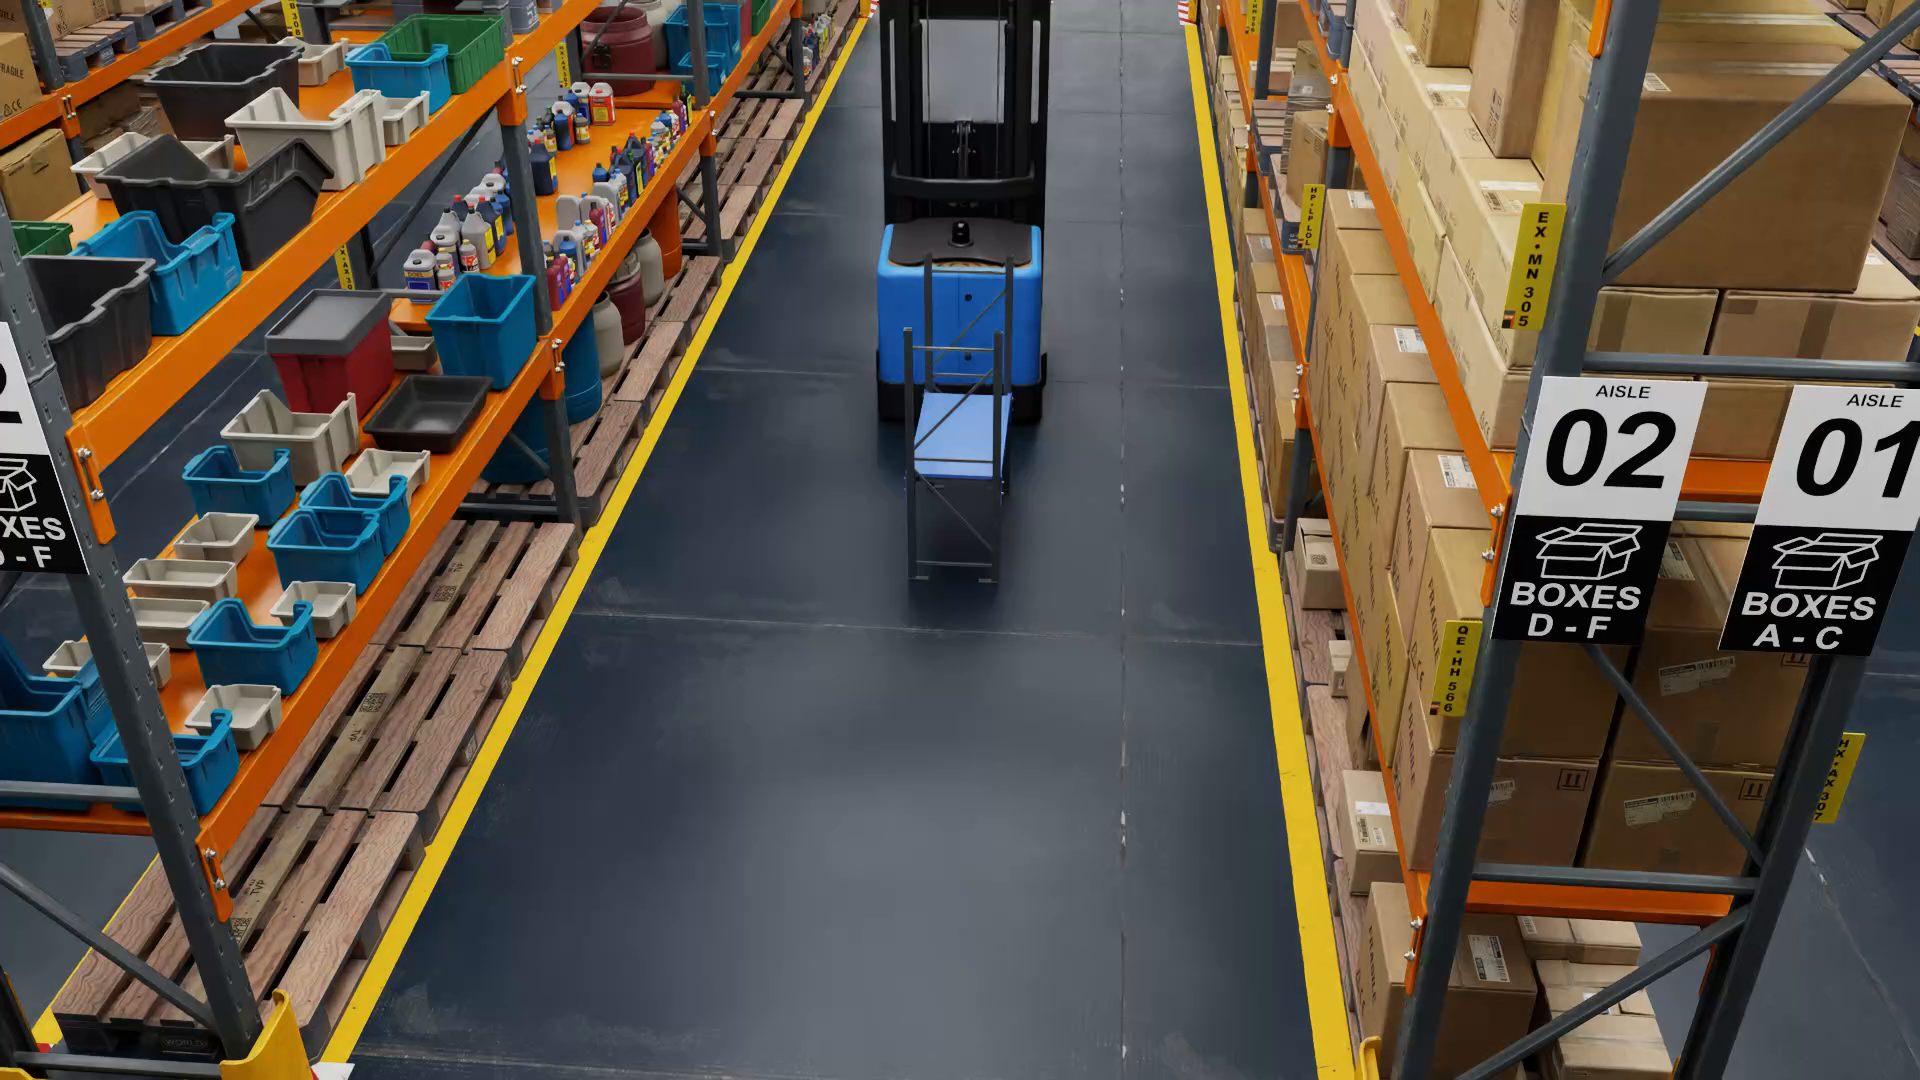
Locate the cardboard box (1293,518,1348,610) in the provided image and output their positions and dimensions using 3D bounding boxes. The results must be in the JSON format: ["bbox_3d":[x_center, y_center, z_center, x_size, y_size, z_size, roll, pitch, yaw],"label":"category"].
[{"bbox_3d":[2.021,0.102,8.650,0.500,0.311,0.500,2,32,4],"label":"cardboard box"}]

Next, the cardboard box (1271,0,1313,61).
[{"bbox_3d":[2.717,-4.078,13.194,0.500,0.500,0.500,1,32,1],"label":"cardboard box"}]

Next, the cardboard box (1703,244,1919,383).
[{"bbox_3d":[2.246,-0.658,4.546,0.500,0.250,0.500,2,32,4],"label":"cardboard box"}]

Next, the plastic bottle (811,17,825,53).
[{"bbox_3d":[-1.485,-5.248,17.292,0.144,0.351,0.185,2,32,4],"label":"plastic bottle"}]

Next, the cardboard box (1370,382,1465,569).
[{"bbox_3d":[1.785,-0.223,5.984,0.500,0.500,0.500,3,32,5],"label":"cardboard box"}]

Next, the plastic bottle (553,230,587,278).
[{"bbox_3d":[-2.219,-1.644,9.457,0.152,0.276,0.135,2,32,4],"label":"plastic bottle"}]

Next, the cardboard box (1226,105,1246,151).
[{"bbox_3d":[2.516,-3.487,14.015,0.500,0.311,0.500,3,32,5],"label":"cardboard box"}]

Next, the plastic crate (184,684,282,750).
[{"bbox_3d":[-2.535,0.620,5.860,0.250,0.136,0.298,2,32,4],"label":"plastic crate"}]

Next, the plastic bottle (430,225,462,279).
[{"bbox_3d":[-2.926,-1.638,9.447,0.152,0.276,0.135,2,32,4],"label":"plastic bottle"}]

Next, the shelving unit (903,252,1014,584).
[{"bbox_3d":[0.007,-0.683,9.209,0.538,1.500,1.048,2,32,4],"label":"shelving unit"}]

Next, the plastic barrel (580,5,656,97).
[{"bbox_3d":[-2.605,-3.685,12.520,0.600,0.536,0.708,2,32,4],"label":"plastic barrel"}]

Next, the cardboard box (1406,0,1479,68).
[{"bbox_3d":[2.052,-2.038,6.071,0.700,0.500,0.500,2,32,4],"label":"cardboard box"}]

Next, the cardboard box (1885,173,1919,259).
[{"bbox_3d":[7.540,-2.450,12.610,0.700,0.500,0.500,3,32,5],"label":"cardboard box"}]

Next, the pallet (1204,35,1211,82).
[{"bbox_3d":[3.125,-5.116,17.630,1.003,0.211,1.213,2,32,4],"label":"pallet"}]

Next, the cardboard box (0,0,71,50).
[{"bbox_3d":[-7.273,-4.088,12.809,0.500,0.500,0.500,-1,32,-2],"label":"cardboard box"}]

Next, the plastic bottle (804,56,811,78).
[{"bbox_3d":[-1.535,-4.713,16.567,0.097,0.201,0.097,0,32,0],"label":"plastic bottle"}]

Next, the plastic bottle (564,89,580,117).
[{"bbox_3d":[-2.734,-3.044,11.734,0.097,0.271,0.097,0,32,0],"label":"plastic bottle"}]

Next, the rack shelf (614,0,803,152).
[{"bbox_3d":[-2.178,-4.111,14.027,1.077,0.370,4.000,2,32,4],"label":"rack shelf"}]

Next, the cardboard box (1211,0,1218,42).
[{"bbox_3d":[2.831,-5.351,16.860,0.500,0.500,0.500,2,32,4],"label":"cardboard box"}]

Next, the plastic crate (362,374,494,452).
[{"bbox_3d":[-2.489,-0.591,7.836,0.437,0.125,0.590,2,32,4],"label":"plastic crate"}]

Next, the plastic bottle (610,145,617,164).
[{"bbox_3d":[-2.200,-2.404,10.683,0.061,0.283,0.133,2,32,4],"label":"plastic bottle"}]

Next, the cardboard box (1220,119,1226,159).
[{"bbox_3d":[2.560,-3.519,14.602,0.500,0.250,0.500,2,32,2],"label":"cardboard box"}]

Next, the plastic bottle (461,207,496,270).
[{"bbox_3d":[-2.774,-1.747,9.553,0.144,0.351,0.185,2,32,4],"label":"plastic bottle"}]

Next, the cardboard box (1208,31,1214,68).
[{"bbox_3d":[2.818,-5.032,17.058,0.500,0.250,0.500,2,32,4],"label":"cardboard box"}]

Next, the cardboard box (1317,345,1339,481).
[{"bbox_3d":[1.919,-0.586,7.527,0.500,0.500,0.500,3,32,5],"label":"cardboard box"}]

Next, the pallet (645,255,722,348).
[{"bbox_3d":[-2.363,-1.770,12.201,1.003,0.211,1.213,2,32,4],"label":"pallet"}]

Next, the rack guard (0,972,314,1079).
[{"bbox_3d":[-2.981,1.889,5.988,1.175,0.500,0.348,2,32,4],"label":"rack guard"}]

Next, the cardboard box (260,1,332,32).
[{"bbox_3d":[-6.840,-5.296,17.248,0.500,0.500,0.500,13,34,19],"label":"cardboard box"}]

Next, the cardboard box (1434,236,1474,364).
[{"bbox_3d":[1.776,-0.728,5.137,0.500,0.250,0.500,2,32,4],"label":"cardboard box"}]

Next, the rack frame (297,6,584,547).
[{"bbox_3d":[-2.666,-1.280,8.747,1.000,3.000,0.127,2,32,4],"label":"rack frame"}]

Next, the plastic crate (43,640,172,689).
[{"bbox_3d":[-3.106,0.465,6.111,0.396,0.136,0.243,2,32,4],"label":"plastic crate"}]

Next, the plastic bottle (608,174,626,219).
[{"bbox_3d":[-2.118,-2.115,10.227,0.097,0.271,0.097,0,32,0],"label":"plastic bottle"}]

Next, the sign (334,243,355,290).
[{"bbox_3d":[-3.214,-1.422,8.715,0.100,0.325,0.005,2,32,4],"label":"sign"}]

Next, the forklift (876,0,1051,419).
[{"bbox_3d":[0.039,-2.762,11.218,1.130,2.935,3.031,1,32,1],"label":"forklift"}]

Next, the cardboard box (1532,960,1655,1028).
[{"bbox_3d":[2.342,1.709,6.178,0.380,0.166,0.250,2,32,4],"label":"cardboard box"}]

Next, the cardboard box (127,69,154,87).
[{"bbox_3d":[-7.125,-3.936,15.021,0.700,0.500,0.500,0,32,0],"label":"cardboard box"}]

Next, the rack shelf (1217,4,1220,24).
[{"bbox_3d":[3.085,-5.989,17.075,1.077,0.370,4.000,2,32,4],"label":"rack shelf"}]

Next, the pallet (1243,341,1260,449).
[{"bbox_3d":[2.396,-0.945,10.863,1.003,0.211,1.213,2,32,4],"label":"pallet"}]

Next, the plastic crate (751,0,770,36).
[{"bbox_3d":[-1.875,-4.450,14.094,0.450,0.188,0.662,2,32,4],"label":"plastic crate"}]

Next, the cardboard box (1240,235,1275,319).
[{"bbox_3d":[2.237,-1.781,11.524,0.500,0.500,0.500,1,32,2],"label":"cardboard box"}]

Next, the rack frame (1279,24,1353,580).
[{"bbox_3d":[2.271,-1.066,8.401,1.000,3.000,0.127,2,32,4],"label":"rack frame"}]

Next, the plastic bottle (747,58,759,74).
[{"bbox_3d":[-2.106,-4.865,16.671,0.144,0.351,0.185,2,32,4],"label":"plastic bottle"}]

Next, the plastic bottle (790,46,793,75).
[{"bbox_3d":[-1.659,-4.816,16.656,0.061,0.283,0.133,2,32,4],"label":"plastic bottle"}]

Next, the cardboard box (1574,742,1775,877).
[{"bbox_3d":[2.244,0.762,5.339,0.500,0.500,0.500,3,32,5],"label":"cardboard box"}]

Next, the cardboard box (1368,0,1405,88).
[{"bbox_3d":[1.945,-1.987,6.702,0.500,0.250,0.500,2,32,4],"label":"cardboard box"}]

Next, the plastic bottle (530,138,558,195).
[{"bbox_3d":[-2.665,-2.393,10.601,0.144,0.351,0.185,2,32,4],"label":"plastic bottle"}]

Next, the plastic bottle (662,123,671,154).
[{"bbox_3d":[-2.018,-2.724,11.281,0.097,0.201,0.097,0,32,0],"label":"plastic bottle"}]

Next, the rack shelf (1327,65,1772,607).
[{"bbox_3d":[2.108,-0.991,6.106,1.077,0.370,4.000,2,32,4],"label":"rack shelf"}]

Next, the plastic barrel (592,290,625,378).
[{"bbox_3d":[-2.412,-1.345,10.824,0.421,0.512,0.421,0,32,0],"label":"plastic barrel"}]

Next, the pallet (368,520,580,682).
[{"bbox_3d":[-2.687,0.294,8.852,1.003,0.211,1.213,2,32,4],"label":"pallet"}]

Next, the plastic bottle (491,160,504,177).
[{"bbox_3d":[-2.882,-2.219,10.383,0.061,0.283,0.133,2,32,4],"label":"plastic bottle"}]

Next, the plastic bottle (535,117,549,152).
[{"bbox_3d":[-2.811,-2.678,11.128,0.061,0.283,0.133,2,32,4],"label":"plastic bottle"}]

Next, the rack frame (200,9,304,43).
[{"bbox_3d":[-6.951,-5.674,15.879,1.000,3.000,0.127,2,32,4],"label":"rack frame"}]

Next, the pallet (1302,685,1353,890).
[{"bbox_3d":[2.117,1.120,7.512,1.003,0.211,1.213,2,32,4],"label":"pallet"}]

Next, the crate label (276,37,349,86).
[{"bbox_3d":[-2.994,-2.201,7.635,0.293,0.136,0.466,2,32,4],"label":"crate label"}]

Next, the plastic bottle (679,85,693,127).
[{"bbox_3d":[-1.948,-3.092,11.799,0.061,0.283,0.133,2,32,4],"label":"plastic bottle"}]

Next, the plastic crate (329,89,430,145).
[{"bbox_3d":[-2.390,-1.763,6.924,0.293,0.136,0.466,2,32,4],"label":"plastic crate"}]

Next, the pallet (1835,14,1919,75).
[{"bbox_3d":[7.654,-3.903,13.188,1.003,0.211,1.213,2,32,4],"label":"pallet"}]

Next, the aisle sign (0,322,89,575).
[{"bbox_3d":[-2.701,-0.244,4.590,0.394,0.787,0.004,2,32,4],"label":"aisle sign"}]
